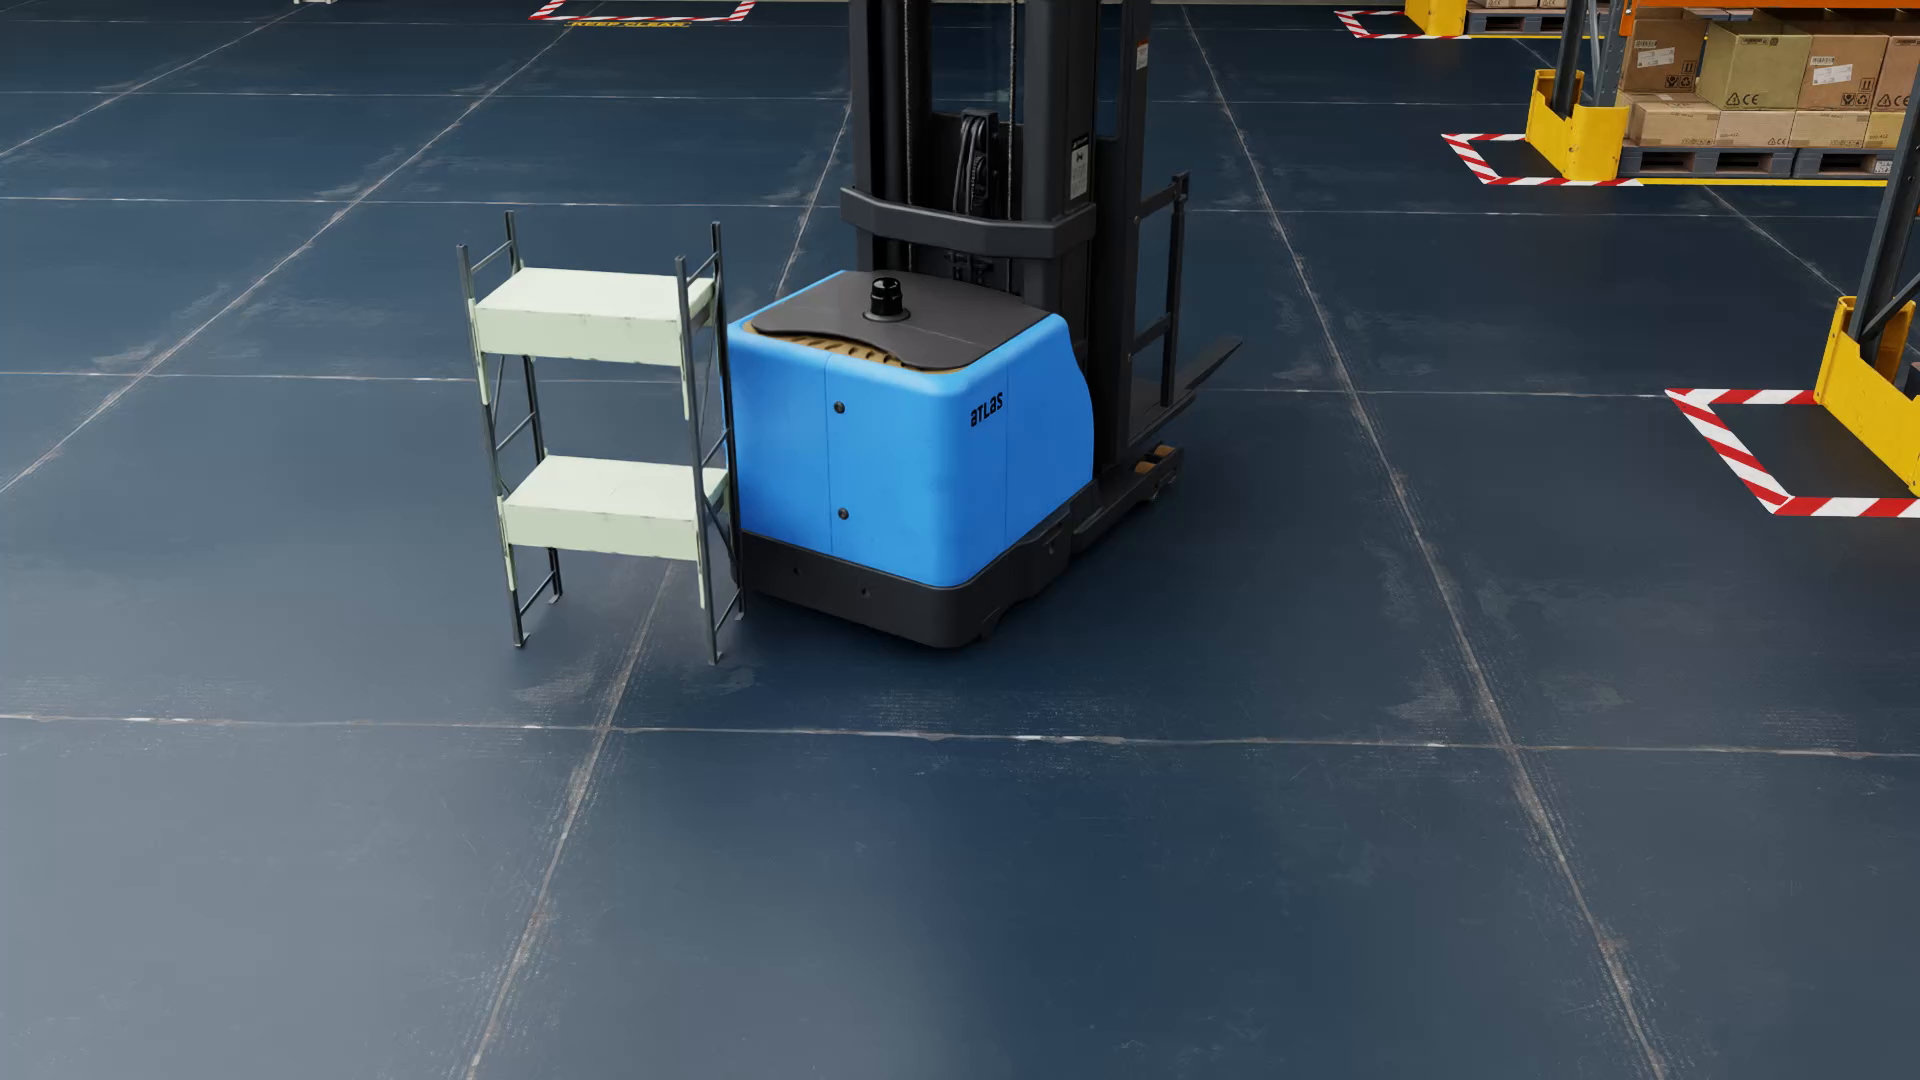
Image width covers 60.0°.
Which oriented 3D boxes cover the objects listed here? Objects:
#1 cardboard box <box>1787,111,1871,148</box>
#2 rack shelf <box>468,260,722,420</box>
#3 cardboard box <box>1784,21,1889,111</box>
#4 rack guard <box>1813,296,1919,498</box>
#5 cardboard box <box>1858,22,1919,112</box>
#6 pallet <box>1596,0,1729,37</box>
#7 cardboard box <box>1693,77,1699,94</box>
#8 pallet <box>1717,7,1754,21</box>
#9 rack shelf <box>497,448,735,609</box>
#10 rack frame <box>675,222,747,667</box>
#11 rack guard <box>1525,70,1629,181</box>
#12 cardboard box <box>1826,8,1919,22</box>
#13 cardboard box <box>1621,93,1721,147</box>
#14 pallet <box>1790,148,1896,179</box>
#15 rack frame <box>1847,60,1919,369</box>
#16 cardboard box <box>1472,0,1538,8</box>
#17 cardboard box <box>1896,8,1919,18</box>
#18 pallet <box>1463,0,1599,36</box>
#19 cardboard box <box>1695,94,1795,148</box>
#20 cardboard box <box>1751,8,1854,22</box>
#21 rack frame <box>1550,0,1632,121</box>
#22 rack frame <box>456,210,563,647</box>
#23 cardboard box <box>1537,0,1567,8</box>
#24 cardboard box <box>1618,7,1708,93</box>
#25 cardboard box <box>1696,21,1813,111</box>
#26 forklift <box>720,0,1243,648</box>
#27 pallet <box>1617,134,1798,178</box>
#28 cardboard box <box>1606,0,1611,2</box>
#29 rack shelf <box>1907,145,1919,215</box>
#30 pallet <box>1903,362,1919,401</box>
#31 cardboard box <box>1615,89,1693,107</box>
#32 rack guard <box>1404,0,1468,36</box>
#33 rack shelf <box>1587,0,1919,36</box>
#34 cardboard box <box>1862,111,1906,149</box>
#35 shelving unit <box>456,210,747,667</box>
[{"bbox_3d":[5.906,-2.898,11.502,0.500,0.250,0.500,1,28,2],"label":"cardboard box"},{"bbox_3d":[-1.206,-0.682,5.601,0.720,0.370,0.431,5,28,9],"label":"rack shelf"},{"bbox_3d":[5.906,-3.235,11.336,0.500,0.500,0.500,1,28,2],"label":"cardboard box"},{"bbox_3d":[4.277,-0.653,7.449,0.348,0.500,1.175,1,28,2],"label":"rack guard"},{"bbox_3d":[6.405,-3.218,11.305,0.500,0.500,0.500,1,28,2],"label":"cardboard box"},{"bbox_3d":[6.652,-5.089,16.125,1.213,0.211,1.003,1,28,2],"label":"pallet"},{"bbox_3d":[5.425,-3.153,11.982,0.500,0.250,0.500,1,28,2],"label":"cardboard box"},{"bbox_3d":[7.875,-5.071,16.090,1.213,0.211,1.003,1,28,2],"label":"pallet"},{"bbox_3d":[-1.206,-0.049,5.937,0.720,0.370,0.431,5,28,9],"label":"rack shelf"},{"bbox_3d":[-0.846,-0.306,5.726,0.023,1.500,0.400,5,28,9],"label":"rack frame"},{"bbox_3d":[4.354,-2.951,11.784,0.348,0.500,1.175,1,28,2],"label":"rack guard"},{"bbox_3d":[6.424,-3.469,11.779,0.500,0.500,0.500,1,28,2],"label":"cardboard box"},{"bbox_3d":[4.907,-2.913,11.530,0.500,0.250,0.500,1,28,2],"label":"cardboard box"},{"bbox_3d":[6.360,-2.809,11.823,1.213,0.211,1.003,1,28,2],"label":"pallet"},{"bbox_3d":[4.200,-1.737,6.824,0.127,3.000,1.000,1,28,2],"label":"rack frame"},{"bbox_3d":[5.238,-5.327,15.997,0.500,0.311,0.500,-2,28,-4],"label":"cardboard box"},{"bbox_3d":[6.924,-3.462,11.765,0.500,0.500,0.500,1,28,2],"label":"cardboard box"},{"bbox_3d":[5.436,-5.111,16.166,1.213,0.211,1.003,1,28,2],"label":"pallet"},{"bbox_3d":[5.406,-2.907,11.518,0.500,0.250,0.500,1,28,2],"label":"cardboard box"},{"bbox_3d":[5.925,-3.478,11.795,0.500,0.500,0.500,1,28,2],"label":"cardboard box"},{"bbox_3d":[4.378,-4.055,11.198,0.127,3.000,1.000,1,28,2],"label":"rack frame"},{"bbox_3d":[-1.566,-0.367,5.841,0.023,1.500,0.400,5,28,9],"label":"rack frame"},{"bbox_3d":[5.808,-5.318,15.980,0.500,0.311,0.500,3,28,6],"label":"cardboard box"},{"bbox_3d":[4.925,-3.488,11.814,0.500,0.500,0.500,1,28,2],"label":"cardboard box"},{"bbox_3d":[5.406,-3.237,11.341,0.500,0.500,0.500,1,28,2],"label":"cardboard box"},{"bbox_3d":[0.318,-1.564,6.570,1.130,2.935,3.031,16,32,27],"label":"forklift"},{"bbox_3d":[5.144,-2.830,11.864,1.213,0.211,1.003,1,28,2],"label":"pallet"},{"bbox_3d":[6.539,-5.366,15.868,0.500,0.500,0.700,-1,28,-1],"label":"cardboard box"},{"bbox_3d":[6.199,-1.386,6.930,4.000,0.370,1.077,1,28,2],"label":"rack shelf"},{"bbox_3d":[5.089,-0.510,7.486,1.213,0.211,1.003,1,28,2],"label":"pallet"},{"bbox_3d":[4.925,-3.156,11.987,0.500,0.250,0.500,1,28,2],"label":"cardboard box"},{"bbox_3d":[4.625,-5.269,16.155,0.348,0.500,1.175,1,28,2],"label":"rack guard"},{"bbox_3d":[6.377,-3.705,11.304,4.000,0.370,1.077,1,28,2],"label":"rack shelf"},{"bbox_3d":[6.406,-2.888,11.482,0.500,0.250,0.500,1,28,2],"label":"cardboard box"},{"bbox_3d":[-1.206,-0.337,5.784,0.755,1.500,0.431,5,28,9],"label":"shelving unit"}]
